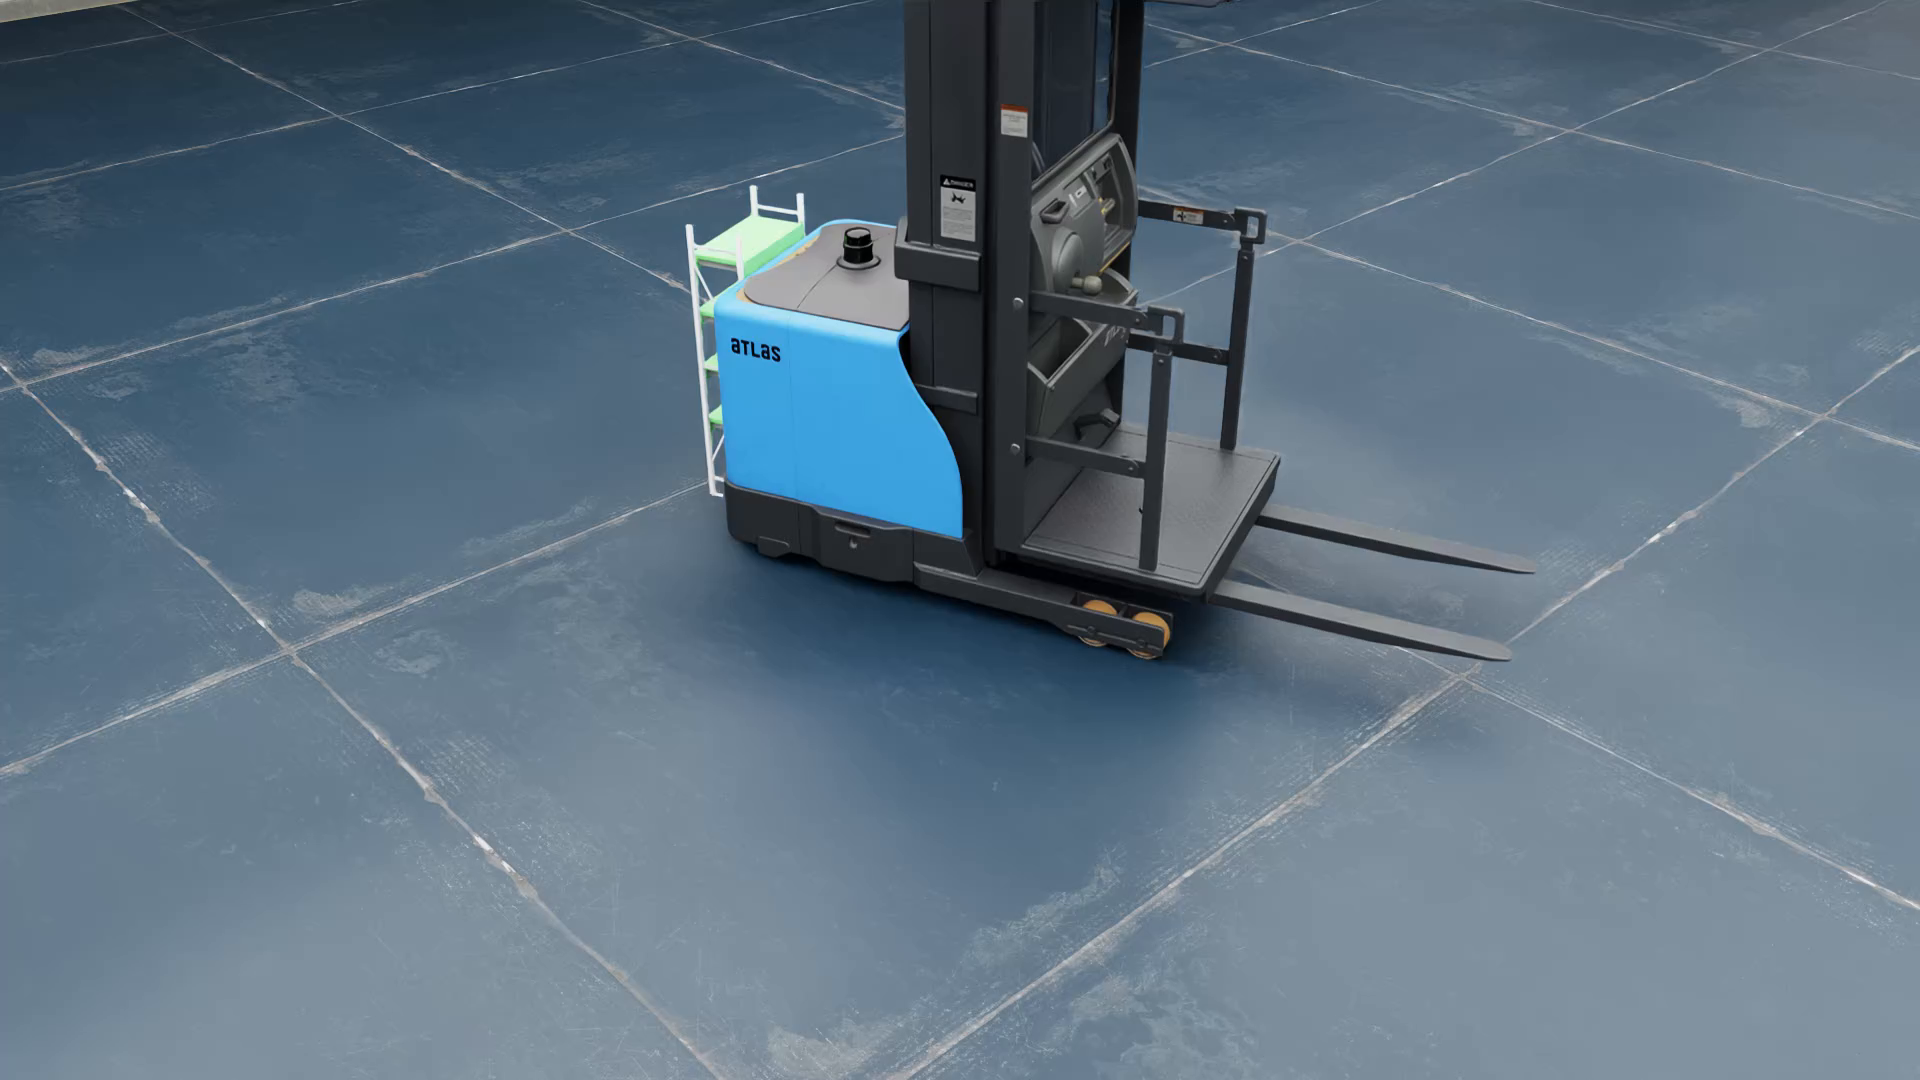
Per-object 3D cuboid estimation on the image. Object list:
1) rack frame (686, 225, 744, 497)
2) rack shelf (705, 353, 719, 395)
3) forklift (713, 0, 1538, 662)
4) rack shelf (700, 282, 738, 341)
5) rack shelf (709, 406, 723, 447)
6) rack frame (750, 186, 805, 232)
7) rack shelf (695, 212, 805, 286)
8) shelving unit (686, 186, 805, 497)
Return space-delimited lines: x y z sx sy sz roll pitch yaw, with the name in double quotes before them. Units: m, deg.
"rack frame" -0.949 -0.683 6.717 0.240 1.200 0.015 13 34 21
"rack shelf" -0.848 -0.745 6.940 0.258 0.148 0.480 13 34 21
"forklift" 0.628 -1.135 5.796 3.031 2.935 1.130 13 34 21
"rack shelf" -0.849 -0.949 6.815 0.258 0.148 0.480 13 34 21
"rack shelf" -0.848 -0.540 7.065 0.258 0.148 0.480 13 34 21
"rack frame" -0.748 -0.915 7.096 0.240 1.200 0.015 13 34 21
"rack shelf" -0.849 -1.154 6.689 0.258 0.148 0.480 13 34 21
"shelving unit" -0.848 -0.799 6.906 0.258 1.200 0.503 13 34 21
